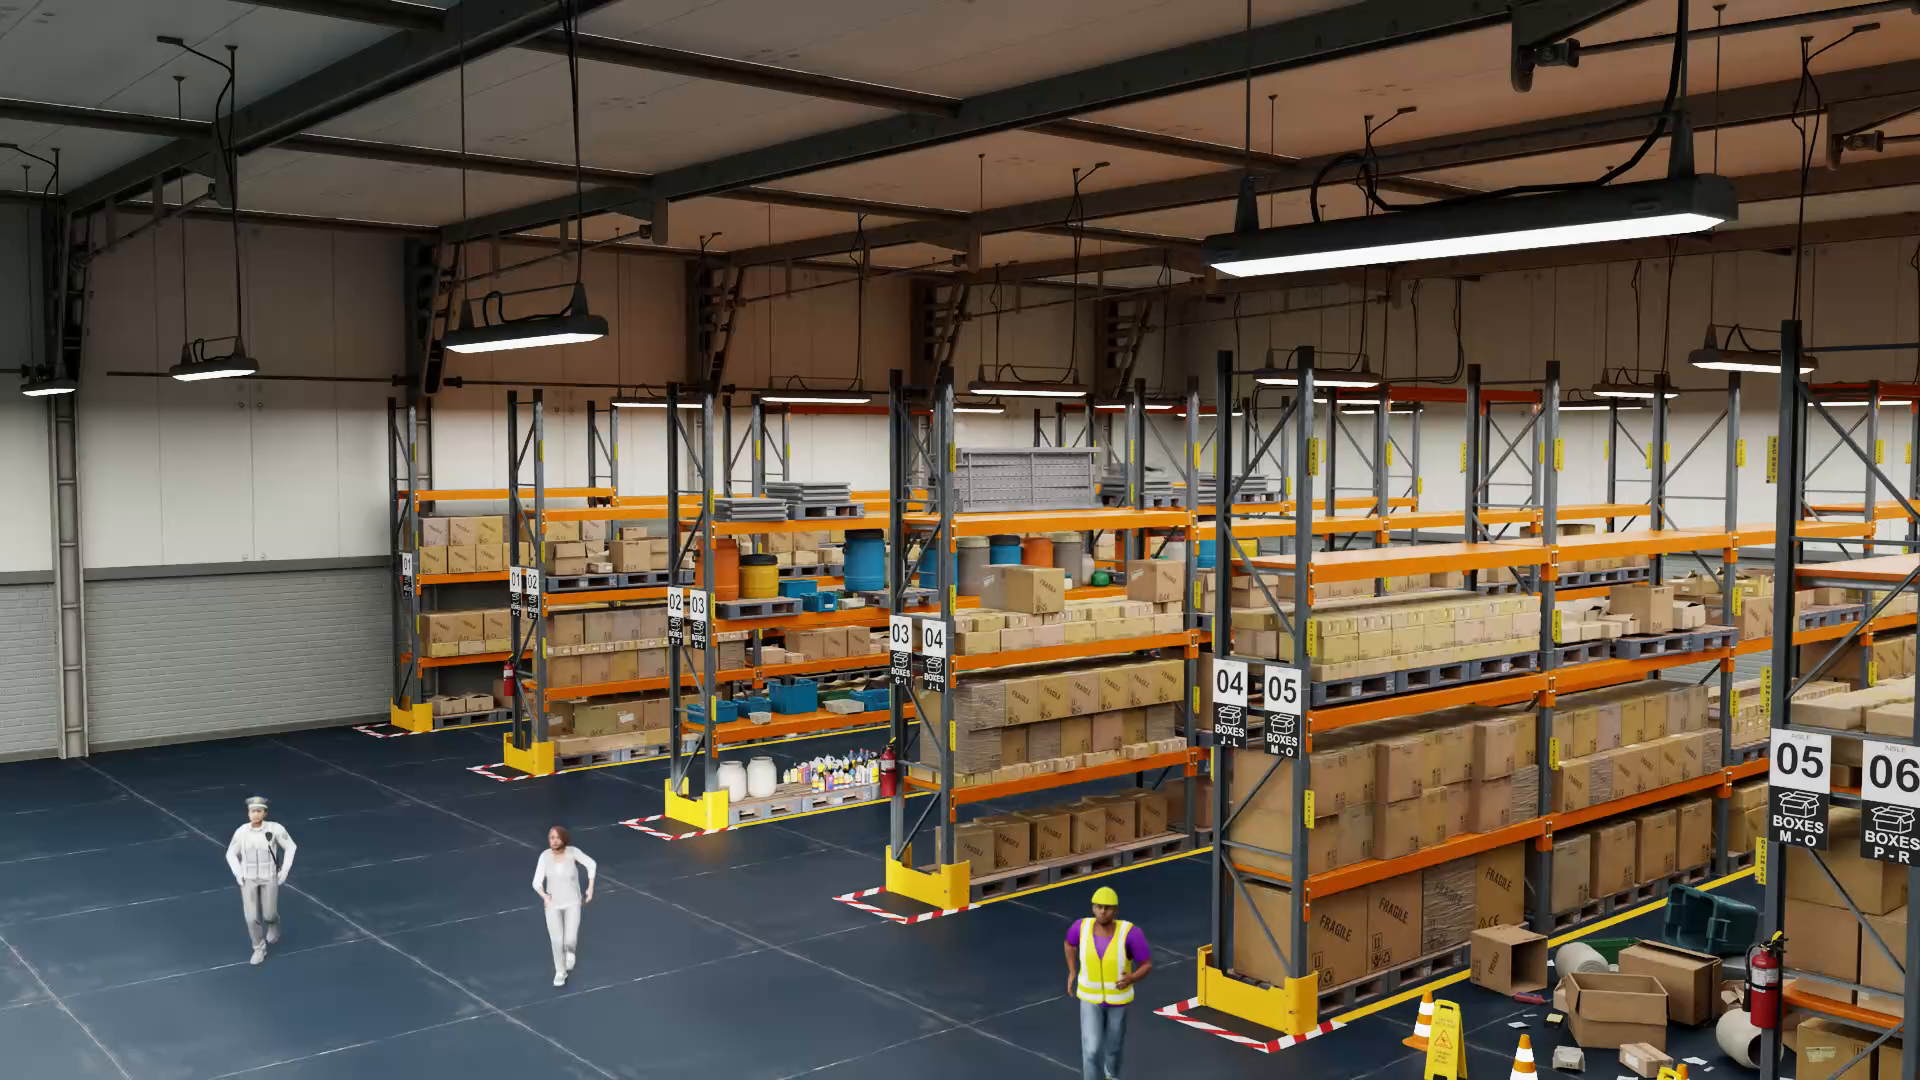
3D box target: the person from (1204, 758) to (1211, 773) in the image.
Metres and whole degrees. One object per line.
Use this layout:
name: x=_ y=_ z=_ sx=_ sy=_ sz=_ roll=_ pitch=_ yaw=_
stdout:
person: x=3.930 y=2.833 z=25.663 sx=0.551 sy=1.726 sz=0.784 roll=3 pitch=5 yaw=45

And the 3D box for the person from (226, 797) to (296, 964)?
person: x=-7.003 y=3.375 z=16.670 sx=0.652 sy=1.642 sz=0.548 roll=-1 pitch=3 yaw=-16

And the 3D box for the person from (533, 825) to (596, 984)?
person: x=-3.748 y=3.514 z=15.735 sx=0.567 sy=1.468 sz=0.630 roll=0 pitch=3 yaw=-6

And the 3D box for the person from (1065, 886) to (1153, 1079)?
person: x=1.129 y=3.535 z=12.733 sx=0.685 sy=1.807 sz=0.848 roll=0 pitch=3 yaw=7
